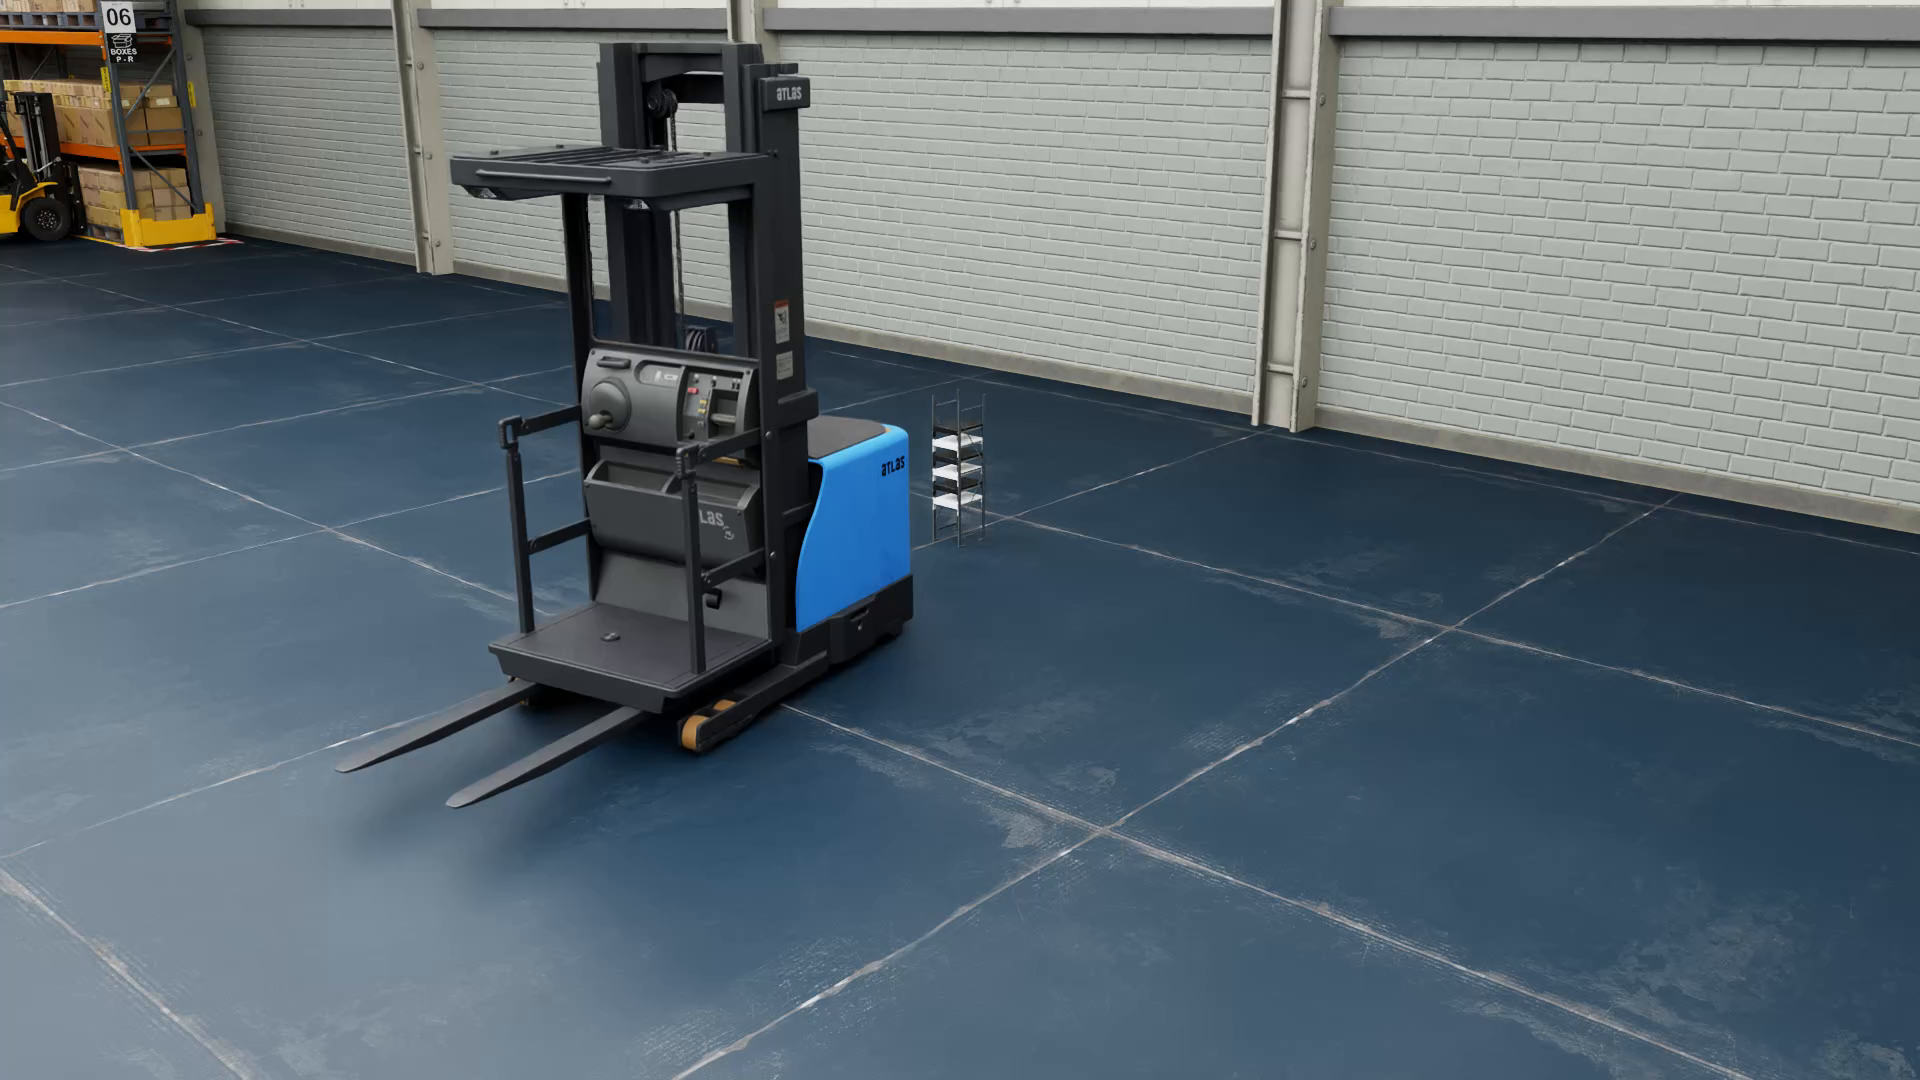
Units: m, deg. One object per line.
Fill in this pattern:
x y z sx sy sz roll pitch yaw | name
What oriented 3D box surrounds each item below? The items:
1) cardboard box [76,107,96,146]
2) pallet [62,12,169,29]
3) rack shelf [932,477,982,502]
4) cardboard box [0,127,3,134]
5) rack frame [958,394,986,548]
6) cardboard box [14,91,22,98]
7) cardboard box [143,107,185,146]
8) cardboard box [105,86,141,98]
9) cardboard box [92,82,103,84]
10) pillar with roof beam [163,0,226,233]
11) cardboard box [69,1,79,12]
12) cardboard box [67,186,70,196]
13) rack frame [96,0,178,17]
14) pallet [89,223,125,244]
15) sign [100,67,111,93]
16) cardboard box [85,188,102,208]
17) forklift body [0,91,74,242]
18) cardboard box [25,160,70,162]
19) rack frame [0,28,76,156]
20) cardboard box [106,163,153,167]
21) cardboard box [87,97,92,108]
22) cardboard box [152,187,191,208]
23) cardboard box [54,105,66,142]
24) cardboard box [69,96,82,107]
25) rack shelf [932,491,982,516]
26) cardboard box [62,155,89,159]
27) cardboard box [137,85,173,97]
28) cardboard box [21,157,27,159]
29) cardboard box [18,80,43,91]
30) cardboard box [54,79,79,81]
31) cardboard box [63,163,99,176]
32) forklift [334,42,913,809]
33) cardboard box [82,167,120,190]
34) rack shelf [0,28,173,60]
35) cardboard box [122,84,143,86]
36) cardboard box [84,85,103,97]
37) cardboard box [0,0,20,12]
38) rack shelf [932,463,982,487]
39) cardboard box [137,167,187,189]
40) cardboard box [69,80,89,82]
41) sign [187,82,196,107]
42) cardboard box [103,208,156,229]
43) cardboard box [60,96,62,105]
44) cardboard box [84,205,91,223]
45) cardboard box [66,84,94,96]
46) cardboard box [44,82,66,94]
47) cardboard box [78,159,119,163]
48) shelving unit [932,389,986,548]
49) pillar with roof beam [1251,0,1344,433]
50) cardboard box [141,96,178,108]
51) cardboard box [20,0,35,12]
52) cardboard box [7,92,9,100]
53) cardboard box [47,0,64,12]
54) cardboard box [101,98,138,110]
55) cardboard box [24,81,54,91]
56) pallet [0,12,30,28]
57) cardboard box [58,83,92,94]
-11.949 -5.787 23.224 0.500 0.500 0.500 16 24 41 | cardboard box
-11.536 -7.130 22.805 1.213 0.211 1.003 15 23 39 | pallet
-0.006 -0.313 10.018 0.200 0.077 0.258 15 23 39 | rack shelf
-14.567 -6.368 25.466 0.500 0.250 0.500 16 23 40 | cardboard box
0.070 -0.410 9.916 0.006 0.900 0.240 15 23 39 | rack frame
-13.758 -6.579 24.645 0.250 0.149 0.380 16 23 41 | cardboard box
-11.211 -5.804 23.276 0.500 0.500 0.500 16 24 41 | cardboard box
-11.432 -6.117 22.698 0.250 0.149 0.380 15 23 39 | cardboard box
-12.272 -6.526 23.985 0.250 0.149 0.380 15 23 40 | cardboard box
-13.804 -7.823 19.886 0.400 9.000 9.100 15 23 39 | pillar with roof beam
-11.846 -7.250 22.593 0.250 0.149 0.380 14 22 38 | cardboard box
-12.736 -5.052 24.097 0.500 0.250 0.500 15 23 39 | cardboard box
-11.024 -8.454 21.872 0.127 3.000 1.000 15 23 39 | rack frame
-11.624 -4.409 23.656 1.213 0.211 1.003 15 23 39 | pallet
-11.395 -6.139 22.191 0.005 0.325 0.100 15 23 39 | sign
-11.964 -4.852 23.467 0.500 0.250 0.500 15 23 39 | cardboard box
-13.654 -5.158 22.807 1.214 2.155 2.313 15 23 39 | forklift body
-13.487 -5.490 24.651 0.500 0.250 0.500 15 23 39 | cardboard box
-14.016 -6.397 25.311 0.127 3.000 1.000 15 23 39 | rack frame
-12.001 -5.302 24.058 0.500 0.250 0.500 15 23 39 | cardboard box
-11.834 -6.068 23.035 0.250 0.149 0.380 16 23 40 | cardboard box
-11.238 -4.863 23.502 0.500 0.250 0.500 16 23 40 | cardboard box
-12.716 -5.989 23.858 0.500 0.500 0.500 15 23 40 | cardboard box
-12.243 -6.163 23.335 0.250 0.149 0.380 14 22 38 | cardboard box
-0.006 -0.227 10.045 0.200 0.077 0.258 15 23 39 | rack shelf
-13.520 -5.708 25.338 0.500 0.250 0.500 16 23 40 | cardboard box
-11.134 -6.209 22.986 0.250 0.149 0.380 14 23 38 | cardboard box
-14.989 -5.725 26.425 0.625 0.625 0.875 15 23 39 | cardboard box
-13.707 -6.737 24.651 0.250 0.149 0.380 15 23 40 | cardboard box
-13.417 -6.840 24.977 0.250 0.149 0.380 14 23 38 | cardboard box
-12.720 -5.286 24.007 0.500 0.250 0.500 14 23 38 | cardboard box
-1.416 -0.630 7.250 1.130 2.935 3.031 10 20 28 | forklift
-11.962 -5.083 23.369 0.500 0.250 0.500 16 23 40 | cardboard box
-12.520 -7.083 23.700 4.000 0.370 1.077 15 23 39 | rack shelf
-11.514 -6.318 23.333 0.250 0.149 0.380 16 23 40 | cardboard box
-11.851 -6.206 22.978 0.250 0.149 0.380 16 23 40 | cardboard box
-13.556 -7.810 24.092 0.500 0.311 0.500 16 23 40 | cardboard box
-0.006 -0.399 9.991 0.200 0.077 0.258 15 23 39 | rack shelf
-11.258 -5.100 23.420 0.500 0.250 0.500 15 23 38 | cardboard box
-12.981 -6.754 24.706 0.250 0.149 0.380 14 23 38 | cardboard box
-10.652 -6.169 23.029 0.005 0.325 0.100 15 23 39 | sign
-11.586 -4.507 23.204 0.500 0.250 0.500 15 23 40 | cardboard box
-12.572 -6.280 23.703 0.250 0.149 0.380 15 23 39 | cardboard box
-12.319 -4.711 23.849 0.500 0.250 0.500 15 23 40 | cardboard box
-12.256 -6.300 23.274 0.250 0.149 0.380 16 23 41 | cardboard box
-12.959 -6.524 23.981 0.250 0.149 0.380 15 23 39 | cardboard box
-12.761 -5.505 24.699 0.500 0.250 0.500 15 23 40 | cardboard box
-0.006 -0.431 9.981 0.210 0.900 0.258 15 23 39 | shelving unit
-0.342 -4.209 8.498 0.400 9.000 9.100 15 23 39 | pillar with roof beam
-11.106 -6.078 23.066 0.250 0.149 0.380 14 23 38 | cardboard box
-13.108 -7.644 23.643 0.258 0.266 0.396 14 23 38 | cardboard box
-14.419 -6.772 25.255 0.250 0.149 0.380 16 24 41 | cardboard box
-12.217 -7.581 23.058 0.500 0.500 0.700 15 23 40 | cardboard box
-11.470 -5.957 22.686 0.250 0.149 0.380 15 23 40 | cardboard box
-13.398 -6.609 24.247 0.250 0.149 0.380 16 23 40 | cardboard box
-13.361 -7.619 24.349 1.213 0.211 1.003 15 23 39 | pallet
-12.583 -6.424 23.664 0.250 0.149 0.380 15 23 40 | cardboard box
